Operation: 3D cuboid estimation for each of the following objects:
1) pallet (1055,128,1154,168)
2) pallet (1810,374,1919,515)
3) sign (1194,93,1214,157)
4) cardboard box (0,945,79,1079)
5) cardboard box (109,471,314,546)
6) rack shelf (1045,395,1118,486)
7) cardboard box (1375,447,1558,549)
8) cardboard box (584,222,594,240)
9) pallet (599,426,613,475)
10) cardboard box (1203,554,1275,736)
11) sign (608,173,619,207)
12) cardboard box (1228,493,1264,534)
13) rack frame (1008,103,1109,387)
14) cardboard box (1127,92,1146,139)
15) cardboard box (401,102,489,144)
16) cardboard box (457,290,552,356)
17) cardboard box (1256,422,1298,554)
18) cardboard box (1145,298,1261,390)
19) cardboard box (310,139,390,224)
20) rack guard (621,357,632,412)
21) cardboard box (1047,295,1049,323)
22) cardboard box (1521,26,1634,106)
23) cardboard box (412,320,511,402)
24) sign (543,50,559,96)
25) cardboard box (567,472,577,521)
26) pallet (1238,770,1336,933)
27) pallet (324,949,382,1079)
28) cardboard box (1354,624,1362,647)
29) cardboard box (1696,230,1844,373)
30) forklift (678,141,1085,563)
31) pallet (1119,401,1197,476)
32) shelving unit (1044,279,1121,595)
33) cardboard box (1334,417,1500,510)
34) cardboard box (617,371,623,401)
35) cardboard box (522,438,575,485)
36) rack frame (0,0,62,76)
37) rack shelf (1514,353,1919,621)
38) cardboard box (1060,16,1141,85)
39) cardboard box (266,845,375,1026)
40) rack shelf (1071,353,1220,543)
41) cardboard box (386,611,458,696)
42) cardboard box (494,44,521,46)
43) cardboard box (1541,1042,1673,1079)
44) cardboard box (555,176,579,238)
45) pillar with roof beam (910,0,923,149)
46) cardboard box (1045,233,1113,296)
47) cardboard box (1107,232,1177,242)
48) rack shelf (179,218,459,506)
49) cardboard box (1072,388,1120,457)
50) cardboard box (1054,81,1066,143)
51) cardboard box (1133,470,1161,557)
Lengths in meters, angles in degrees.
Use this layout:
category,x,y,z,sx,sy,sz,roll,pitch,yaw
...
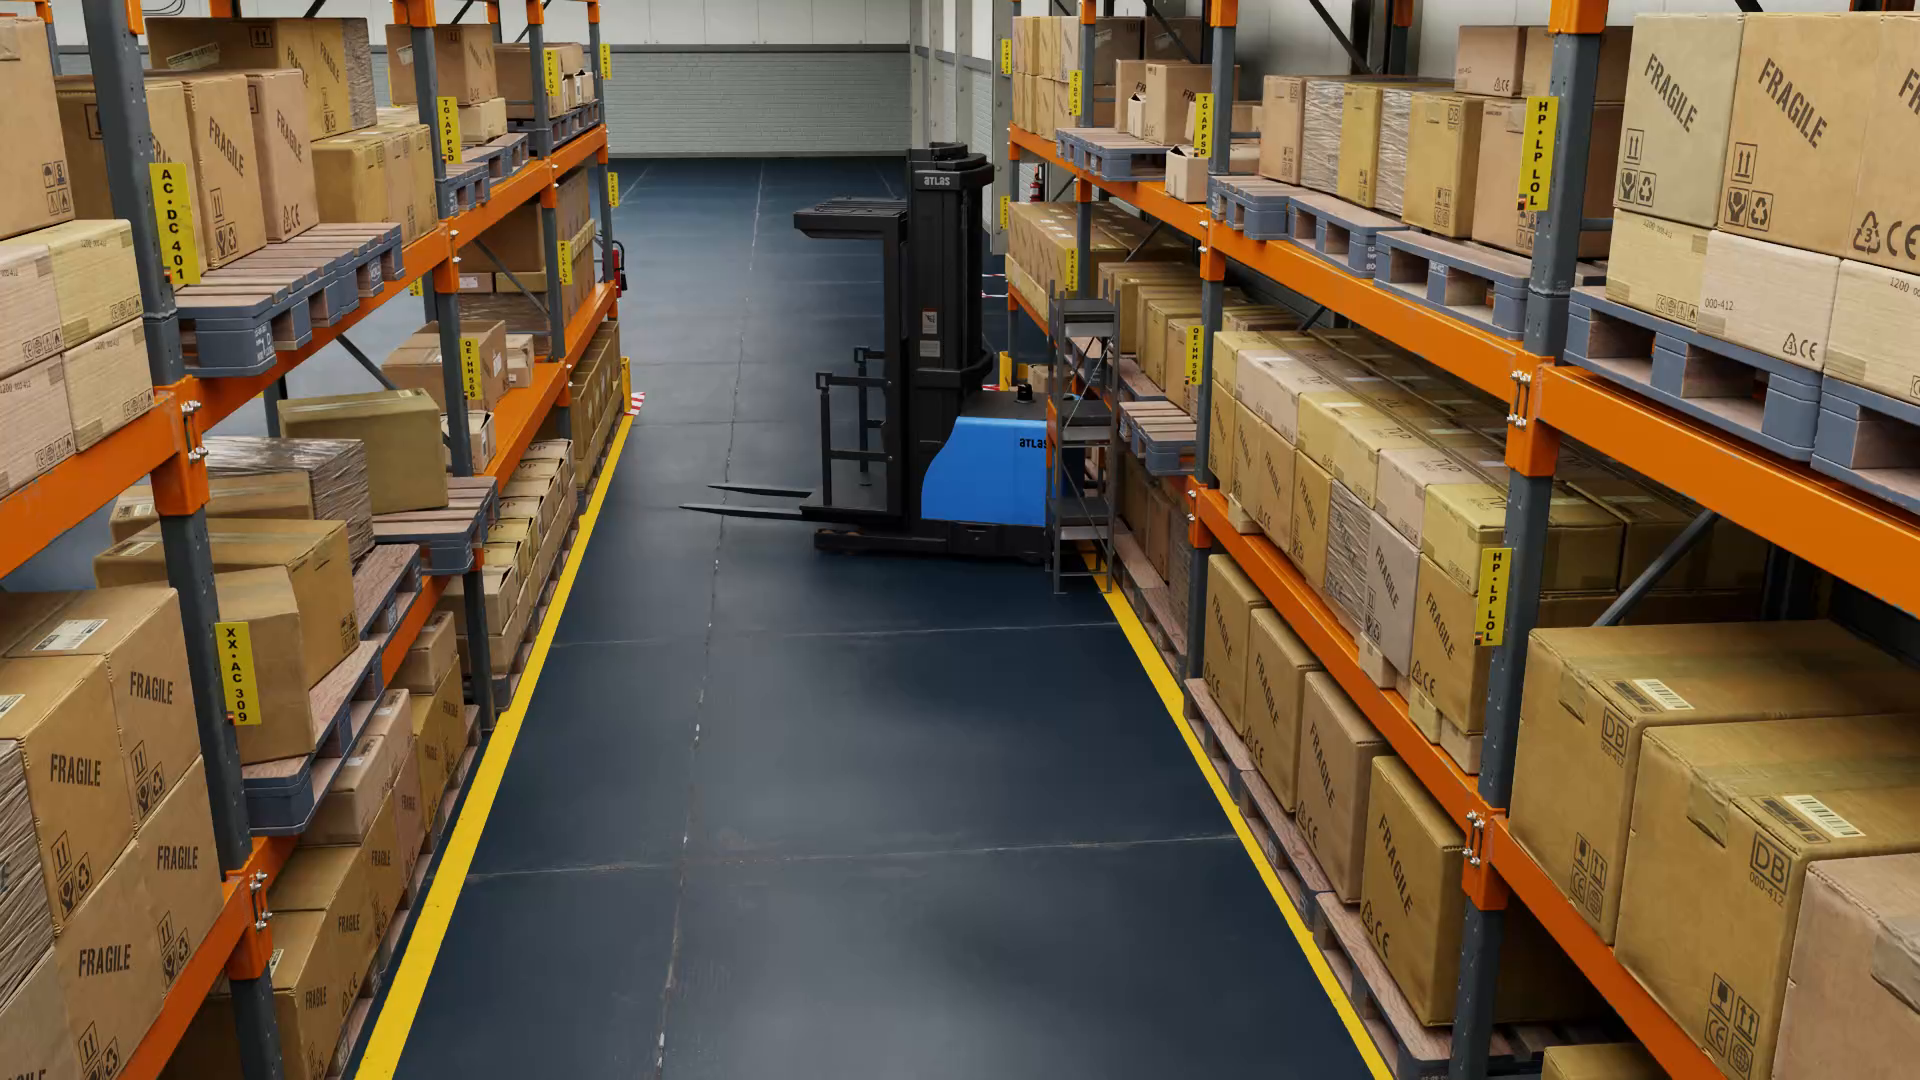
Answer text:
category,x,y,z,sx,sy,sz,roll,pitch,yaw
pallet,1.368,-2.860,12.086,1.213,0.211,1.003,-2,18,-6
pallet,2.432,-0.105,3.143,1.003,0.211,1.213,-2,18,-6
sign,1.283,-2.176,8.729,0.100,0.325,0.005,-2,18,-6
cardboard box,-2.275,1.231,3.580,0.500,0.500,0.500,-1,17,-4
cardboard box,-2.935,0.059,6.613,0.700,0.500,0.500,-6,19,-20
rack shelf,0.830,-0.690,11.413,0.431,0.518,0.480,-1,17,-4
cardboard box,1.889,-0.163,6.241,0.500,0.250,0.500,-1,17,-4
cardboard box,-3.672,-2.915,15.704,0.380,0.149,0.250,-1,17,-4
pallet,-3.686,-0.824,14.949,1.003,0.211,1.213,-2,18,-6
cardboard box,1.768,0.534,8.856,0.750,0.750,0.750,-2,18,-6
sign,-3.388,-3.422,16.240,0.100,0.325,0.005,-2,18,-6
cardboard box,1.587,-0.142,8.506,0.380,0.149,0.250,-1,17,-4
rack frame,0.997,-2.898,16.900,1.000,3.000,0.127,-2,18,-6
cardboard box,1.450,-2.946,11.494,0.500,0.311,0.500,-1,17,-4
cardboard box,-3.404,-2.764,11.016,0.500,0.250,0.500,-3,18,-11
cardboard box,-3.569,-1.732,13.018,0.700,0.500,0.500,-2,18,-7
cardboard box,1.713,-0.257,7.790,0.500,0.500,0.500,-2,18,-6
cardboard box,1.613,-1.282,10.852,0.700,0.500,0.500,-2,18,-6
cardboard box,-2.920,-1.403,6.964,0.910,0.500,0.500,-2,18,-6
rack guard,-3.932,-1.558,16.806,1.175,0.500,0.348,-2,18,-6
cardboard box,1.016,-1.925,14.016,0.500,0.250,0.500,-2,18,-5
cardboard box,2.275,-1.635,5.717,0.500,0.250,0.500,-1,17,-2
cardboard box,-3.400,-1.213,11.367,0.500,0.500,0.500,-1,17,-2
sign,-2.978,-3.400,12.101,0.100,0.325,0.005,-2,18,-6
cardboard box,-3.186,-0.326,12.597,0.500,0.250,0.500,-2,18,-6
pallet,1.952,1.416,7.815,1.003,0.211,1.213,-2,18,-6
pallet,-2.813,1.921,6.206,1.003,0.211,1.213,-2,18,-6
cardboard box,1.842,0.391,6.810,0.380,0.149,0.250,-2,18,-6
cardboard box,2.082,-0.564,3.840,0.500,0.250,0.500,-2,18,-7
forklift,-0.612,-1.440,12.370,3.031,2.935,1.130,4,18,12
pallet,1.643,-0.632,10.002,1.213,0.211,1.003,-2,18,-6
shelving unit,0.830,-0.703,11.409,0.431,2.100,0.503,-1,17,-4
cardboard box,1.837,-0.315,6.725,0.500,0.250,0.500,-1,17,-5
cardboard box,-3.580,-1.482,16.278,0.500,0.250,0.500,-2,18,-6
cardboard box,-3.190,-0.596,12.521,0.500,0.311,0.500,-2,18,-6
rack frame,-8.857,-5.454,15.026,1.000,3.000,0.127,-2,18,-6
rack shelf,2.441,0.185,3.272,1.077,0.370,4.000,-2,18,-6
cardboard box,1.089,-3.812,12.935,0.500,0.500,0.500,-3,18,-10
cardboard box,-2.565,1.504,6.317,0.500,0.500,0.500,-2,17,-5
rack shelf,1.616,-0.767,11.313,1.077,0.370,4.000,-2,18,-6
cardboard box,-2.764,0.553,8.095,0.500,0.250,0.500,-1,17,-4
cardboard box,-4.030,-3.986,14.257,0.500,0.500,0.500,-2,18,-6
cardboard box,2.210,1.896,5.103,0.700,0.500,0.500,-2,17,-5
cardboard box,-3.776,-2.948,14.728,0.700,0.500,0.500,-2,18,-5
pillar with roof beam,-5.446,-14.383,43.468,9.100,9.000,0.400,-2,18,-6
cardboard box,0.996,-2.282,13.902,0.500,0.500,0.500,-2,18,-6
cardboard box,1.520,-2.303,13.969,0.500,0.500,0.500,-2,18,-6
rack shelf,-2.898,-0.852,6.577,1.077,0.370,4.000,-2,18,-6
cardboard box,1.263,-1.031,14.393,0.500,0.500,0.500,-3,18,-10
cardboard box,1.073,-3.488,13.572,0.500,0.500,0.500,-3,18,-10
cardboard box,1.618,-0.199,11.742,0.700,0.500,0.500,-2,17,-5
